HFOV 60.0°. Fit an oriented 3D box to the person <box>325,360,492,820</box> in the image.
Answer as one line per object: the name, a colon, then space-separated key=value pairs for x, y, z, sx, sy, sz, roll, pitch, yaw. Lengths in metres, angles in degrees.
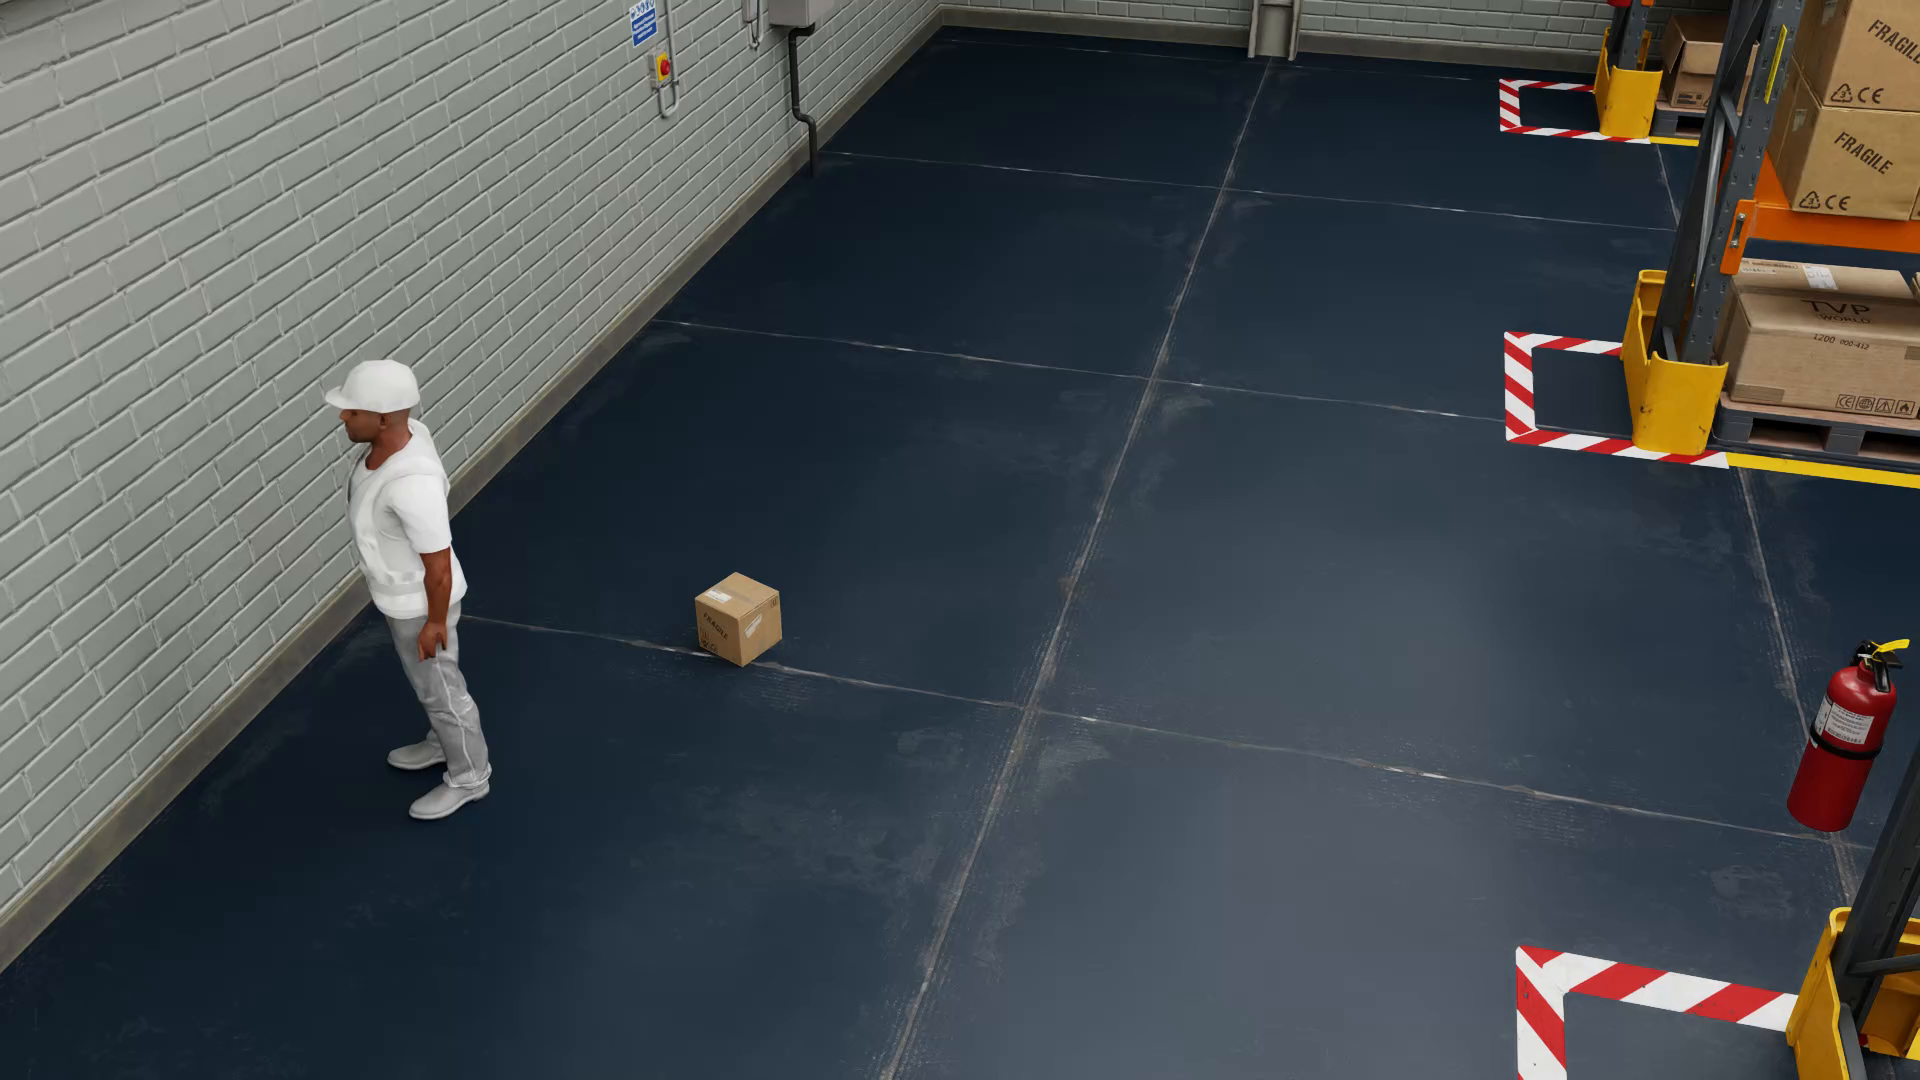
person: x=-1.926 y=0.181 z=5.830 sx=0.379 sy=1.770 sz=0.552 roll=-16 pitch=36 yaw=-24
